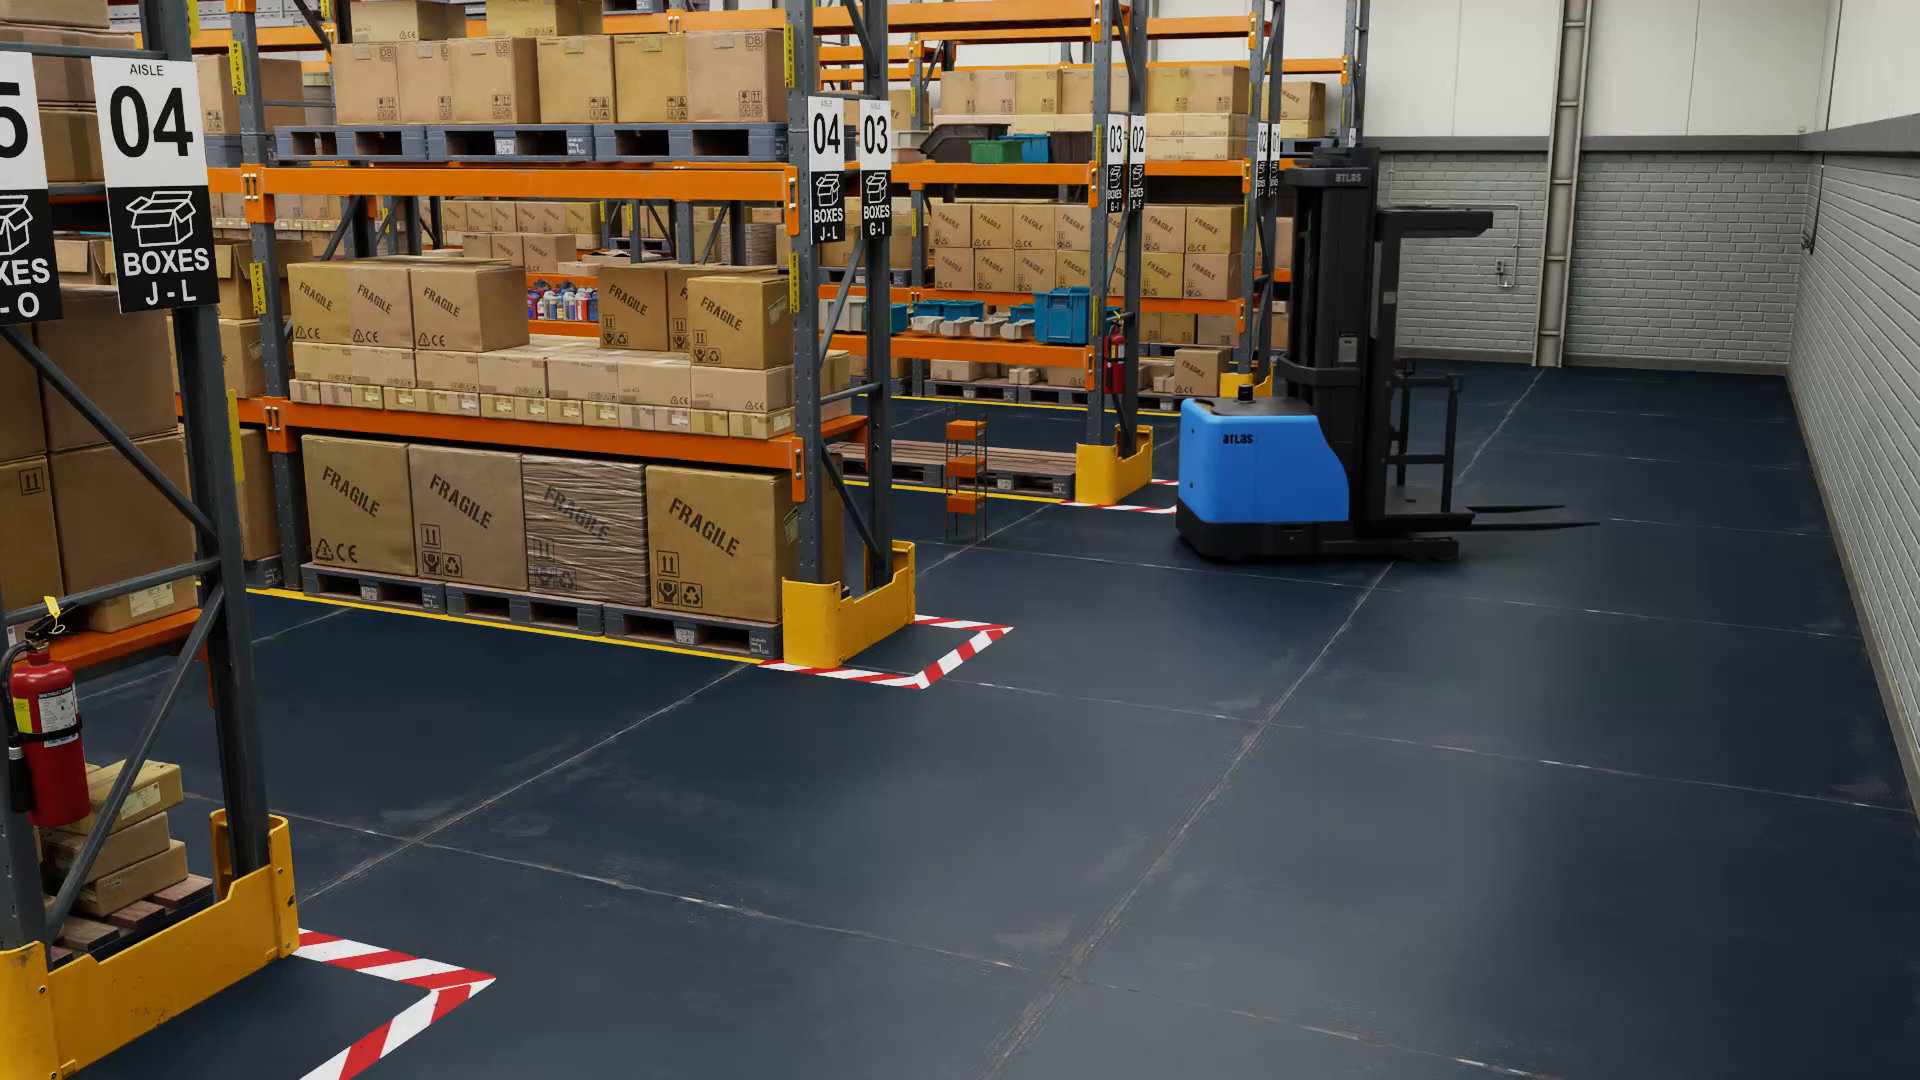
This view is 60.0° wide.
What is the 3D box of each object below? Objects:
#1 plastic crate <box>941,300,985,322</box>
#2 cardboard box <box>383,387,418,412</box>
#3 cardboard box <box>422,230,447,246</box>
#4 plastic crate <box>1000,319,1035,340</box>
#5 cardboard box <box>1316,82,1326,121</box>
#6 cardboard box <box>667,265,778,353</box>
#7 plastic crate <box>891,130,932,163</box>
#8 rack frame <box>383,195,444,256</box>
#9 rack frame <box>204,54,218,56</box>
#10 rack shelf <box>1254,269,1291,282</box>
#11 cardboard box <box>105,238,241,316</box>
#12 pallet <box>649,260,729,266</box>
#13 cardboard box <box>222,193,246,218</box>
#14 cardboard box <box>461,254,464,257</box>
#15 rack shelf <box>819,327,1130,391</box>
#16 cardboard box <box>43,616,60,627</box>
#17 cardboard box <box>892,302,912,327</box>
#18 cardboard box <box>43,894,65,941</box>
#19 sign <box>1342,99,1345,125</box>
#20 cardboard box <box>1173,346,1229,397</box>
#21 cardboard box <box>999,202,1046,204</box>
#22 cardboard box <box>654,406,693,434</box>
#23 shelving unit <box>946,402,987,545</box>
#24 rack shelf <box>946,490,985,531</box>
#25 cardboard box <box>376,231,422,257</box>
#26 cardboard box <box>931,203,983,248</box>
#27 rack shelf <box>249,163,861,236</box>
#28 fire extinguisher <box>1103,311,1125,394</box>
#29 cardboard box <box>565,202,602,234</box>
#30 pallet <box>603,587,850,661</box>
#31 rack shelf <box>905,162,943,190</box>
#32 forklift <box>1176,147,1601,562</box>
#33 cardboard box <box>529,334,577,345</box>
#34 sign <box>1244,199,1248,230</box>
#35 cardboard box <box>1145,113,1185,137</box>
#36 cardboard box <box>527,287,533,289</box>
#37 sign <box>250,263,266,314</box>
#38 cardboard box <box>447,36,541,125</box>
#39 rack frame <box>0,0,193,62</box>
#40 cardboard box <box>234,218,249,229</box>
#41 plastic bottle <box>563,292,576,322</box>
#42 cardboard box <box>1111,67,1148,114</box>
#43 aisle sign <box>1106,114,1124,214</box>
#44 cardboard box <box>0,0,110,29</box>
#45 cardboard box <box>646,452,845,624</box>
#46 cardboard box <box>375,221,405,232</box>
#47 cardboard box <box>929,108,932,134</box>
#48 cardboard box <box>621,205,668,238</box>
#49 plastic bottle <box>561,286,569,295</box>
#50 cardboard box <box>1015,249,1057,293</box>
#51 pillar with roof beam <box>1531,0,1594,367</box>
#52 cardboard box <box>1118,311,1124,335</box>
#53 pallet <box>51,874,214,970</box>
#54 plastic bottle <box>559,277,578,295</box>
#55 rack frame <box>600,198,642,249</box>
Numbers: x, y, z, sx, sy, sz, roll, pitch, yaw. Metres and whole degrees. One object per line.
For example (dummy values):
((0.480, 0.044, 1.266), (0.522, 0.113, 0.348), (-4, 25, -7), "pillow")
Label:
((0.030, -2.046, 15.145), (0.300, 0.233, 0.416), (6, 14, 23), "plastic crate")
((-3.479, -0.929, 10.698), (0.250, 0.149, 0.380), (5, 14, 22), "cardboard box")
((-8.972, -5.260, 28.890), (0.500, 0.250, 0.500), (5, 14, 22), "cardboard box")
((0.508, -1.824, 14.407), (0.243, 0.136, 0.396), (6, 14, 23), "plastic crate")
((4.770, -6.078, 23.074), (0.500, 0.500, 0.500), (5, 14, 21), "cardboard box")
((-1.466, -1.435, 10.338), (0.500, 0.500, 0.500), (5, 14, 22), "cardboard box")
((-0.575, -3.557, 15.042), (0.530, 0.282, 0.437), (6, 14, 23), "plastic crate")
((-7.635, -4.030, 23.362), (0.127, 3.000, 1.000), (6, 14, 23), "rack frame")
((-11.293, -7.321, 24.254), (0.127, 3.000, 1.000), (6, 14, 23), "rack frame")
((3.511, -3.789, 23.912), (4.000, 0.370, 1.077), (6, 14, 23), "rack shelf")
((-5.547, -1.881, 11.791), (0.637, 0.503, 0.797), (6, 14, 24), "cardboard box")
((-3.330, -3.518, 21.602), (1.003, 0.211, 1.213), (6, 14, 23), "pallet")
((-10.339, -4.982, 24.361), (0.500, 0.500, 0.700), (5, 14, 22), "cardboard box")
((-6.757, -3.921, 23.195), (0.258, 0.266, 0.396), (5, 14, 22), "cardboard box")
((-0.502, -1.720, 15.094), (4.000, 0.370, 1.077), (6, 14, 23), "rack shelf")
((-3.194, 0.185, 5.951), (0.250, 0.149, 0.380), (6, 15, 25), "cardboard box")
((-0.558, -3.675, 25.636), (0.750, 0.750, 0.750), (6, 14, 23), "cardboard box")
((-3.347, 1.354, 5.739), (0.250, 0.149, 0.380), (6, 15, 24), "cardboard box")
((5.107, -5.695, 22.129), (0.005, 0.325, 0.100), (6, 14, 23), "sign")
((2.739, -1.916, 18.861), (0.500, 0.500, 0.500), (6, 14, 23), "cardboard box")
((0.716, -3.785, 19.914), (0.500, 0.500, 0.500), (5, 14, 22), "cardboard box")
((-1.607, -0.740, 9.892), (0.250, 0.149, 0.380), (6, 14, 23), "cardboard box")
((0.049, -0.506, 12.614), (0.252, 1.050, 0.215), (6, 14, 23), "shelving unit")
((0.049, -0.225, 12.680), (0.240, 0.259, 0.215), (6, 14, 23), "rack shelf")
((-8.044, -4.118, 23.520), (0.500, 0.500, 0.700), (5, 14, 22), "cardboard box")
((-0.004, -3.723, 19.646), (0.500, 0.500, 0.500), (6, 15, 25), "cardboard box")
((-2.508, -2.146, 10.342), (4.000, 0.370, 1.077), (6, 14, 23), "rack shelf")
((1.280, -1.557, 13.810), (0.183, 0.674, 0.296), (6, 14, 23), "fire extinguisher")
((-6.190, -5.346, 27.614), (0.500, 0.500, 0.500), (6, 14, 23), "cardboard box")
((-1.442, 0.449, 10.378), (1.213, 0.211, 1.003), (6, 14, 23), "pallet")
((-2.150, -4.585, 20.736), (4.000, 0.370, 1.077), (6, 14, 23), "rack shelf")
((3.215, -1.387, 12.249), (3.031, 2.935, 1.130), (-1, 13, -4), "forklift")
((-2.886, -1.212, 11.031), (0.500, 0.250, 0.500), (6, 15, 24), "cardboard box")
((3.093, -3.523, 17.976), (0.005, 0.325, 0.100), (6, 14, 23), "sign")
((2.306, -4.591, 18.420), (0.500, 0.250, 0.500), (6, 14, 23), "cardboard box")
((-7.522, -4.218, 28.674), (0.500, 0.500, 0.700), (5, 14, 20), "cardboard box")
((-4.548, -1.632, 10.781), (0.005, 0.325, 0.100), (6, 14, 23), "sign")
((-2.687, -2.794, 10.174), (0.500, 0.500, 0.700), (6, 15, 26), "cardboard box")
((-2.781, -2.745, 4.754), (0.127, 3.000, 1.000), (6, 14, 23), "rack frame")
((-10.321, -4.612, 24.205), (0.250, 0.149, 0.380), (6, 14, 22), "cardboard box")
((-3.740, -2.257, 16.078), (0.135, 0.276, 0.152), (6, 14, 23), "plastic bottle")
((1.937, -5.047, 18.725), (0.500, 0.500, 0.700), (6, 14, 23), "cardboard box")
((1.274, -3.083, 13.637), (0.004, 0.787, 0.394), (6, 14, 23), "aisle sign")
((-2.985, -1.726, 5.341), (0.250, 0.149, 0.380), (6, 14, 23), "cardboard box")
((-1.297, -0.063, 10.190), (0.875, 0.875, 0.875), (6, 14, 23), "cardboard box")
((-7.971, -4.375, 23.193), (0.250, 0.149, 0.380), (6, 14, 23), "cardboard box")
((-0.502, -6.293, 25.260), (0.500, 0.500, 0.700), (7, 15, 26), "cardboard box")
((-5.181, -5.273, 27.481), (0.500, 0.500, 0.700), (6, 14, 23), "cardboard box")
((-3.990, -2.427, 16.812), (0.097, 0.271, 0.097), (0, 13, 0), "plastic bottle")
((0.961, -3.141, 19.355), (0.500, 0.500, 0.500), (6, 14, 23), "cardboard box")
((6.415, -5.907, 18.229), (0.400, 9.000, 9.100), (6, 14, 23), "pillar with roof beam")
((2.324, -3.221, 24.470), (0.500, 0.500, 0.700), (6, 14, 24), "cardboard box")
((-3.579, 1.444, 6.139), (1.213, 0.211, 1.003), (6, 14, 23), "pallet")
((-3.981, -2.494, 16.927), (0.185, 0.351, 0.144), (6, 14, 23), "plastic bottle")
((-5.632, -5.065, 27.773), (0.127, 3.000, 1.000), (6, 14, 23), "rack frame")
